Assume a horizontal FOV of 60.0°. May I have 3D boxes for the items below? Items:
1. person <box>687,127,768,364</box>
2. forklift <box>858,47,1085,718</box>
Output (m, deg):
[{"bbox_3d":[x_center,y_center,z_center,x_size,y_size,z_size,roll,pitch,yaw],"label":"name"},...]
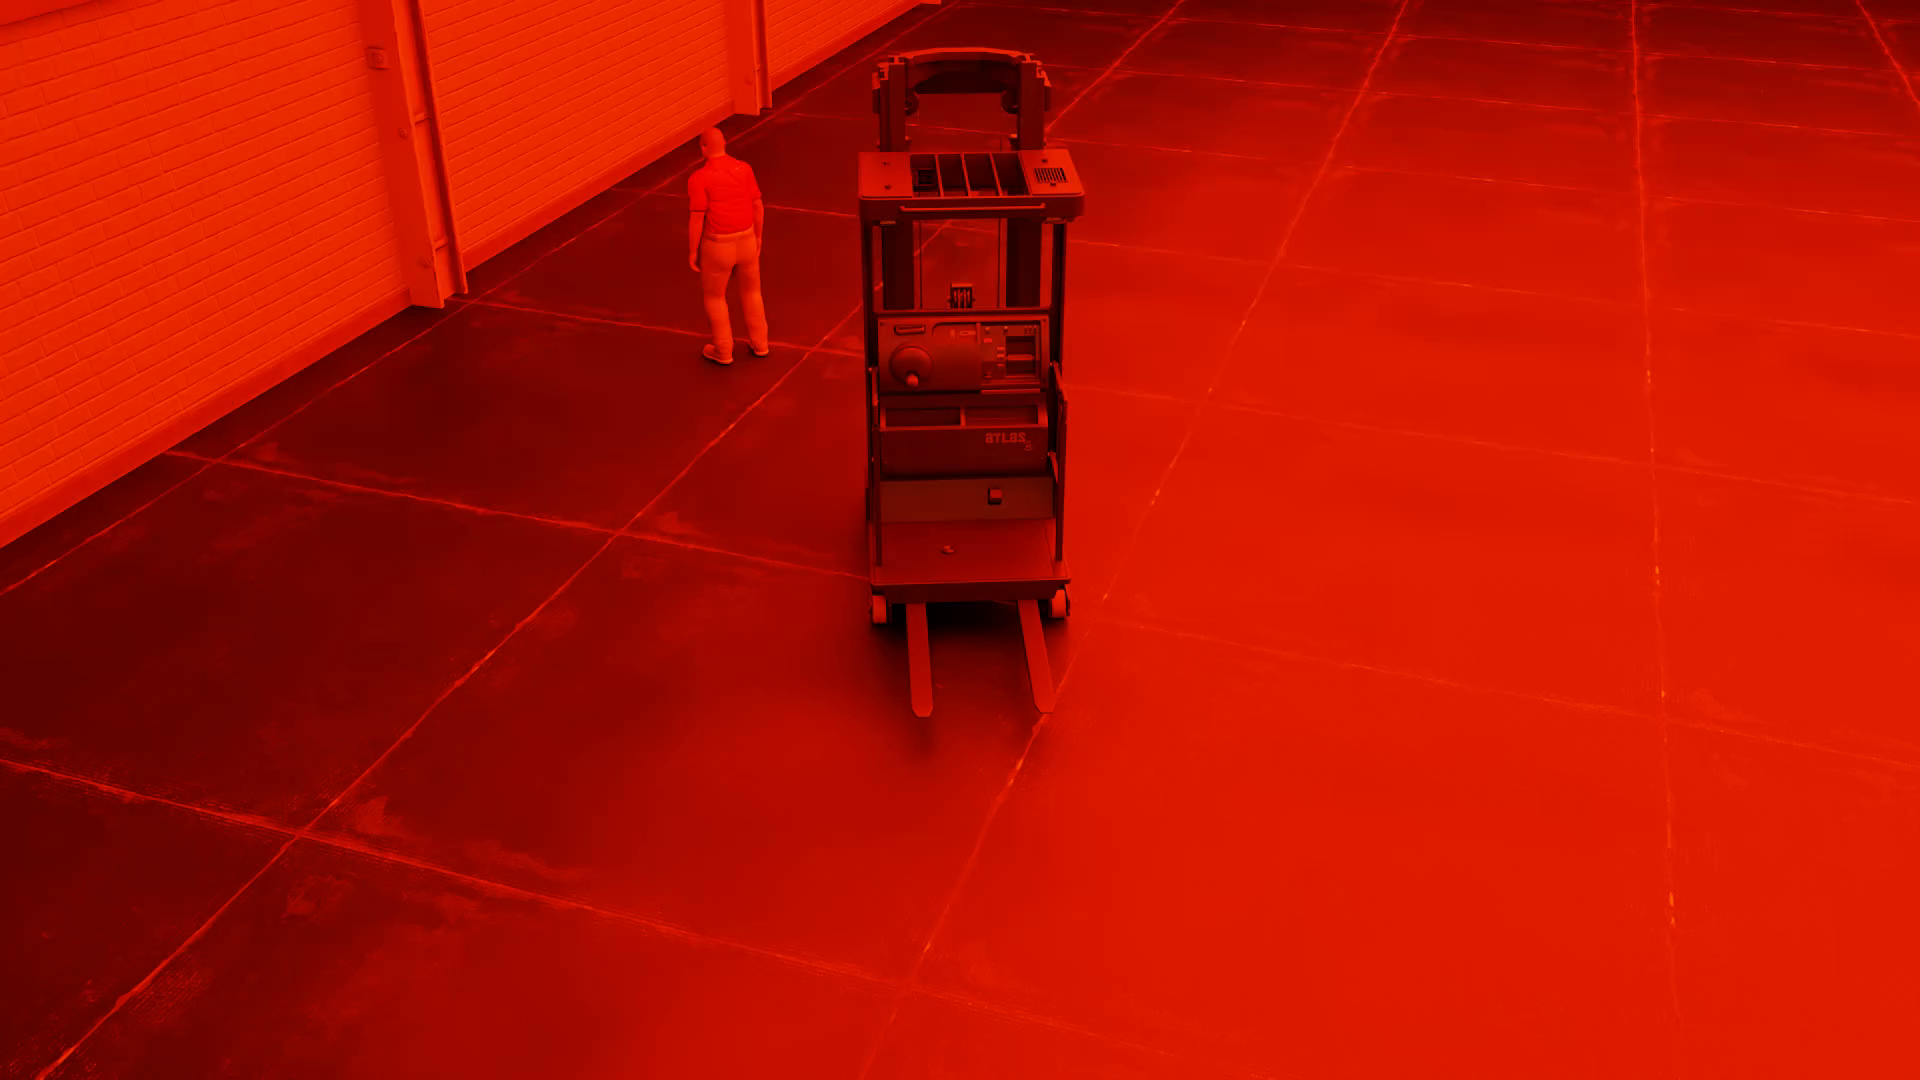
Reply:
[{"bbox_3d":[-1.694,-2.136,12.097,0.607,1.727,0.397,-18,34,-28],"label":"person"},{"bbox_3d":[0.035,-0.972,8.842,1.130,2.935,3.031,-2,30,-3],"label":"forklift"}]
